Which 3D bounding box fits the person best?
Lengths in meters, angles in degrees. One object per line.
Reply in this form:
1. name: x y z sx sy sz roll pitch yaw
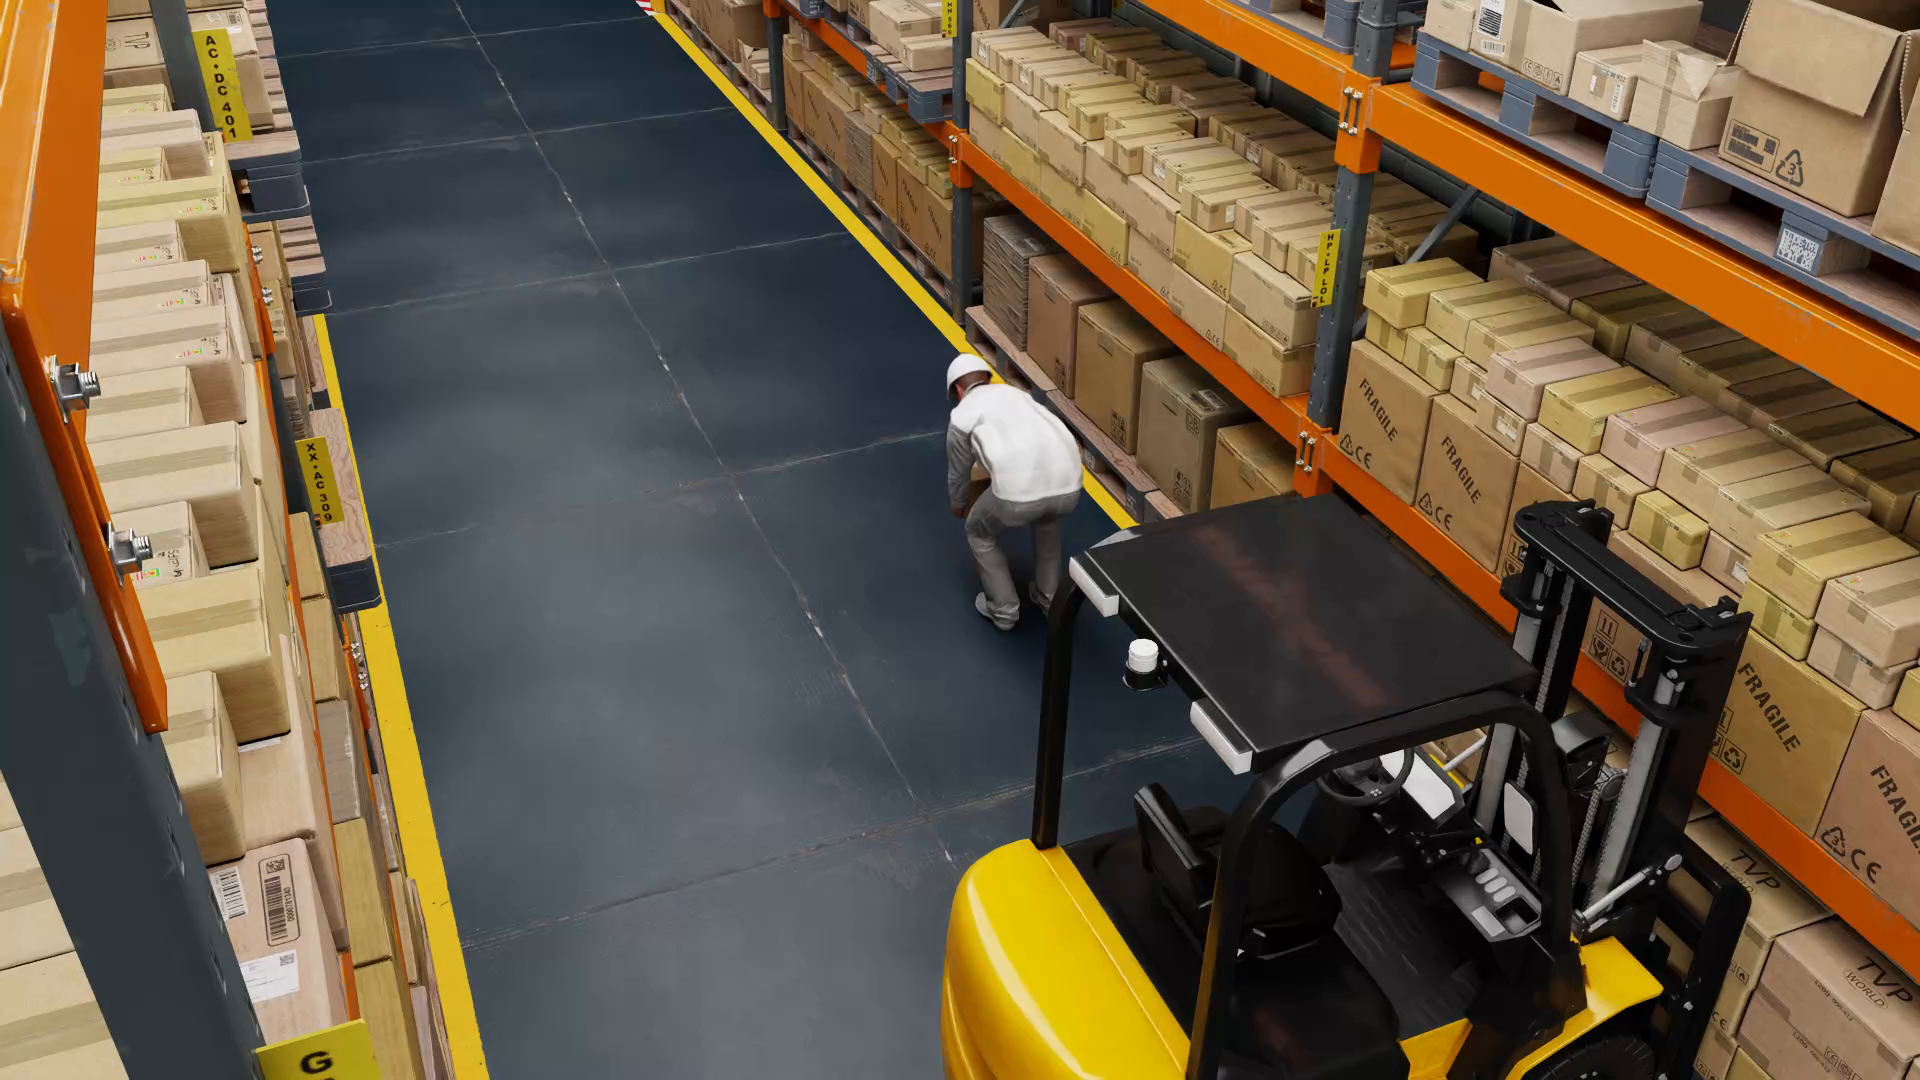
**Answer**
1. person: 0.212 -0.228 8.048 0.495 1.133 0.992 -15 36 -21
